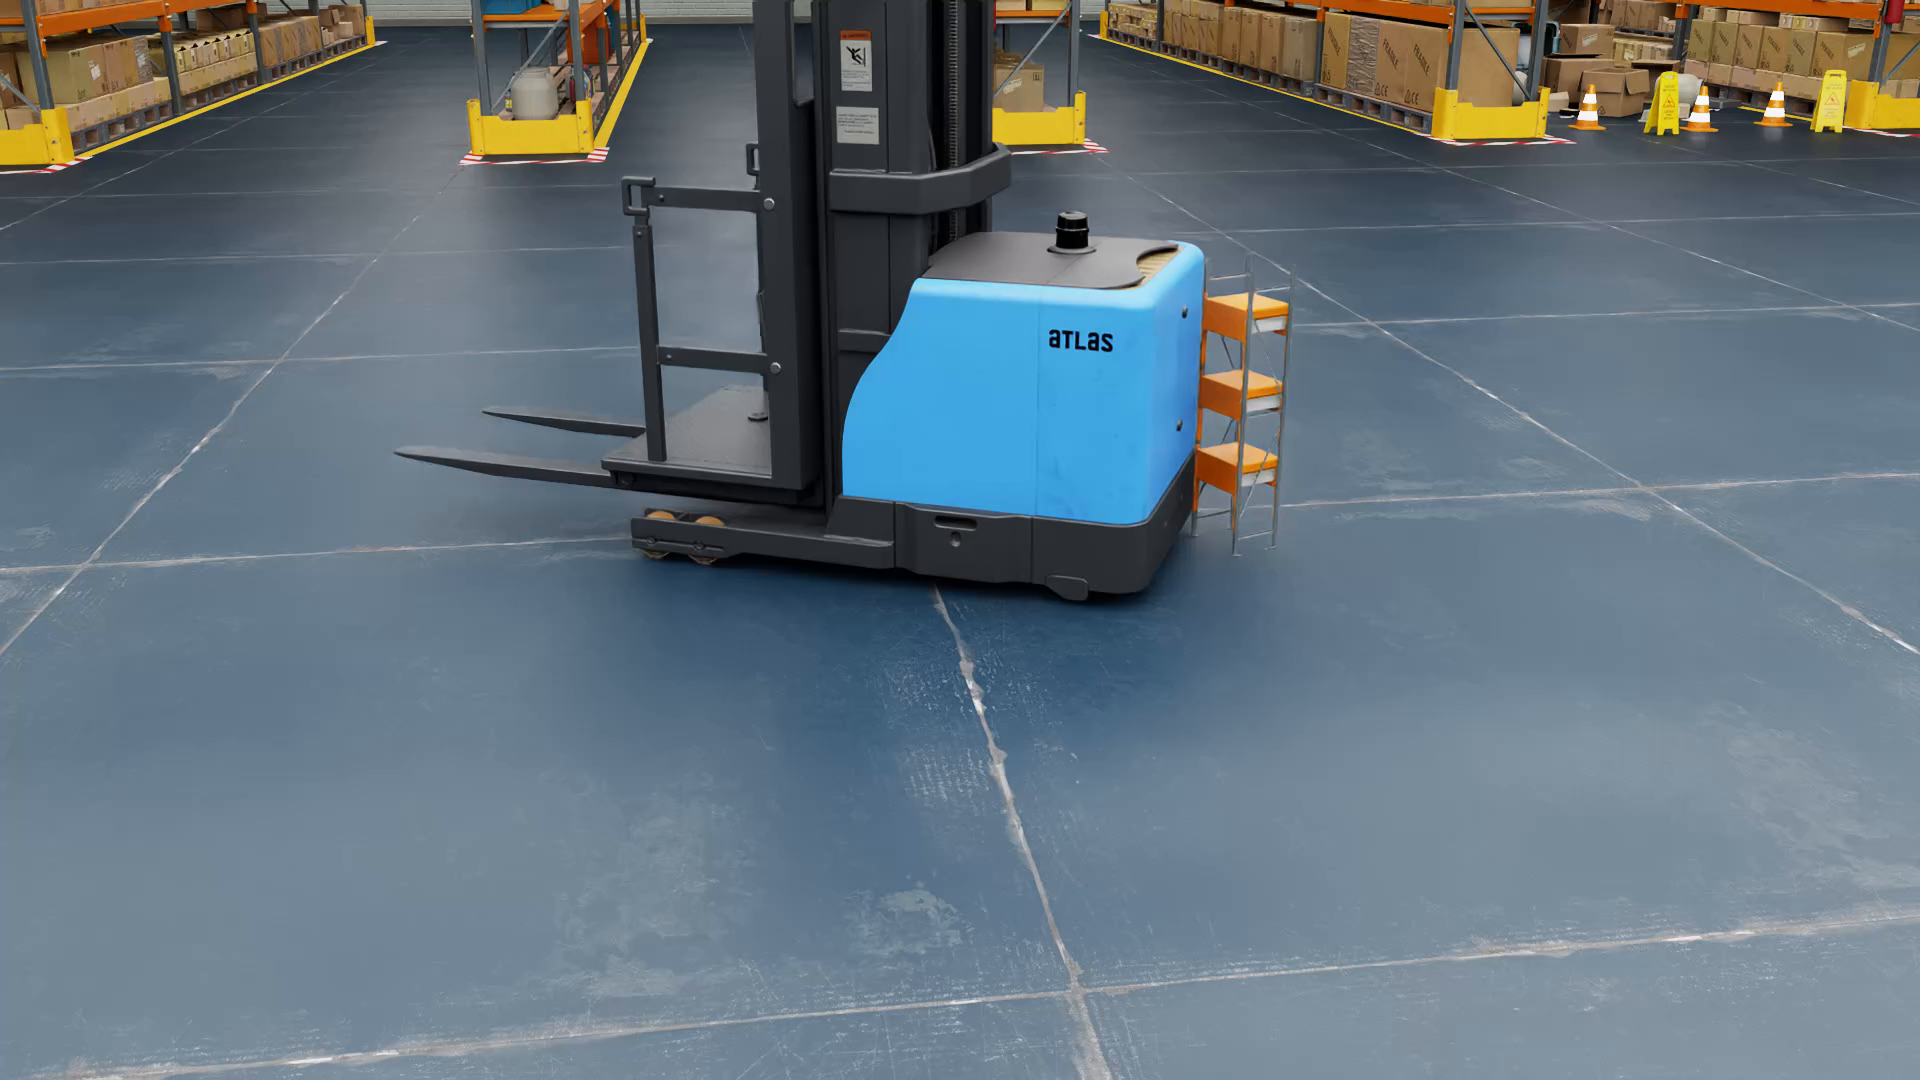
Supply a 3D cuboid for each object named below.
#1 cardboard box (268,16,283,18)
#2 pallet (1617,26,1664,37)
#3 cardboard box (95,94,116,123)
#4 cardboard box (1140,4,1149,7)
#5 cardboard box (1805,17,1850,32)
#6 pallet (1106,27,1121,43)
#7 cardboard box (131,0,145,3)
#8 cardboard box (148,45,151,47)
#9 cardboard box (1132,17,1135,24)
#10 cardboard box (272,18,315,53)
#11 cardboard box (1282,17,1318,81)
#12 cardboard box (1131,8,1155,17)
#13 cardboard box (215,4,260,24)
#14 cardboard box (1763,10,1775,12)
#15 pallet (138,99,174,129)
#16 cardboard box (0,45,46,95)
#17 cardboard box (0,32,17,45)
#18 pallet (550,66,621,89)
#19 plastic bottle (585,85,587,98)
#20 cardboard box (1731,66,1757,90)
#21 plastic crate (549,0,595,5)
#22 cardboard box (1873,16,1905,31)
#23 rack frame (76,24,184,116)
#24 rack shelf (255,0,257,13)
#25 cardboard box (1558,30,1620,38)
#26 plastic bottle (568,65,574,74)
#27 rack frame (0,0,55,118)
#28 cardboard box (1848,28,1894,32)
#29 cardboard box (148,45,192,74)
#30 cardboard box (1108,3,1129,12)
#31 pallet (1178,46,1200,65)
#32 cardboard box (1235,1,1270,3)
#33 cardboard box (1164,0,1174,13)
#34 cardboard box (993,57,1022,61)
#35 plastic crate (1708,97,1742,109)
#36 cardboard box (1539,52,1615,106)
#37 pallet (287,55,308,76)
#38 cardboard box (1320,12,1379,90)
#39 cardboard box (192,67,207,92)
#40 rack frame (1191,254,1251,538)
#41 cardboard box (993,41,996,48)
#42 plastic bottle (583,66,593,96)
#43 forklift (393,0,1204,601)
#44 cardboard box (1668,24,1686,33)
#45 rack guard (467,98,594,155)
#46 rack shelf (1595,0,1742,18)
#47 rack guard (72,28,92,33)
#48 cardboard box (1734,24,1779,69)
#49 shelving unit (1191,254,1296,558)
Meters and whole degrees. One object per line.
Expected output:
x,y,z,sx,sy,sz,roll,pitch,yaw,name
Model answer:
-10.998,-8.019,26.343,0.500,0.500,0.500,-4,21,-10,cardboard box
13.418,-9.768,32.069,1.003,0.211,1.213,-3,21,-8,pallet
-9.101,-4.461,17.201,0.500,0.250,0.500,-3,21,-8,cardboard box
3.630,-10.142,31.707,0.380,0.149,0.250,-3,21,-7,cardboard box
10.021,-5.959,19.214,0.380,0.149,0.250,-2,21,-6,cardboard box
3.416,-9.647,31.742,1.003,0.211,1.213,-3,21,-8,pallet
-9.603,-6.287,18.620,0.700,0.500,0.500,-3,21,-9,cardboard box
-10.096,-5.871,20.176,0.500,0.311,0.500,-2,21,-6,cardboard box
3.393,-9.617,30.728,0.380,0.149,0.250,-2,21,-5,cardboard box
-10.408,-7.871,25.946,0.500,0.500,0.500,-3,21,-8,cardboard box
4.875,-6.461,21.842,1.050,0.750,0.750,-3,21,-8,cardboard box
3.330,-9.575,30.190,0.380,0.149,0.250,-4,21,-10,cardboard box
-10.781,-7.850,24.820,0.500,0.250,0.500,-3,21,-9,cardboard box
13.786,-8.977,28.009,0.380,0.149,0.250,-4,21,-10,cardboard box
-9.600,-4.810,18.793,1.003,0.211,1.213,-3,21,-8,pallet
-9.627,-4.785,16.999,0.500,0.500,0.500,-3,21,-8,cardboard box
-15.734,-8.202,26.863,0.700,0.500,0.500,-3,21,-7,cardboard box
-5.274,-6.451,23.186,1.003,0.211,1.213,-3,21,-8,pallet
-4.211,-4.982,18.539,0.097,0.271,0.097,0,20,0,plastic bottle
9.922,-5.715,20.560,0.500,0.250,0.500,-3,21,-8,cardboard box
-4.286,-5.969,18.289,0.530,0.136,0.437,-3,21,-8,plastic crate
14.450,-7.670,25.260,0.875,0.625,0.625,-2,21,-6,cardboard box
-9.673,-6.394,19.048,1.000,3.000,0.127,-3,21,-8,rack frame
-10.538,-8.134,24.736,1.077,0.370,4.000,-3,21,-8,rack shelf
9.432,-7.547,25.290,0.950,0.372,0.625,-4,21,-11,cardboard box
-4.535,-5.392,19.523,0.144,0.351,0.185,-3,21,-8,plastic bottle
-9.096,-5.009,15.340,1.000,3.000,0.127,-3,21,-8,rack frame
10.587,-5.749,19.580,0.500,0.500,0.500,-4,21,-10,cardboard box
-9.486,-5.721,19.774,0.500,0.311,0.500,-3,21,-8,cardboard box
3.063,-10.204,31.872,0.380,0.149,0.250,-4,21,-10,cardboard box
4.193,-7.878,27.008,1.003,0.211,1.213,-3,21,-8,pallet
4.544,-8.296,26.041,0.500,0.250,0.500,-3,21,-8,cardboard box
3.745,-8.985,27.887,0.500,0.250,0.500,-4,21,-10,cardboard box
0.442,-5.173,18.752,0.500,0.500,0.500,-1,21,-3,cardboard box
9.352,-5.439,20.665,0.402,0.080,0.583,-11,23,-26,plastic crate
7.612,-5.705,20.578,0.797,0.637,0.503,-3,21,-8,cardboard box
-10.492,-7.154,25.070,1.003,0.211,1.213,-3,21,-8,pallet
5.075,-6.087,20.664,0.875,0.875,0.875,-3,21,-7,cardboard box
-9.558,-5.632,20.337,0.500,0.250,0.500,-2,21,-6,cardboard box
0.955,-0.518,6.102,0.200,1.050,0.008,-11,23,-28,rack frame
0.063,-6.141,21.315,0.700,0.500,0.500,-5,21,-12,cardboard box
-4.365,-5.333,19.364,0.144,0.351,0.185,-4,21,-10,plastic bottle
-0.676,-1.455,5.923,3.031,2.935,1.130,7,21,17,forklift
13.324,-9.453,30.713,0.380,0.149,0.250,-4,21,-9,cardboard box
-4.252,-4.110,16.507,1.175,0.500,0.348,-3,21,-8,rack guard
9.649,-7.748,23.701,1.077,0.370,4.000,-3,21,-8,rack shelf
-16.308,-9.135,29.959,1.175,0.500,0.348,-3,21,-8,rack guard
9.917,-6.070,20.438,0.500,0.500,0.500,-2,21,-5,cardboard box
1.016,-0.481,6.003,0.215,1.050,0.252,-11,23,-28,shelving unit
